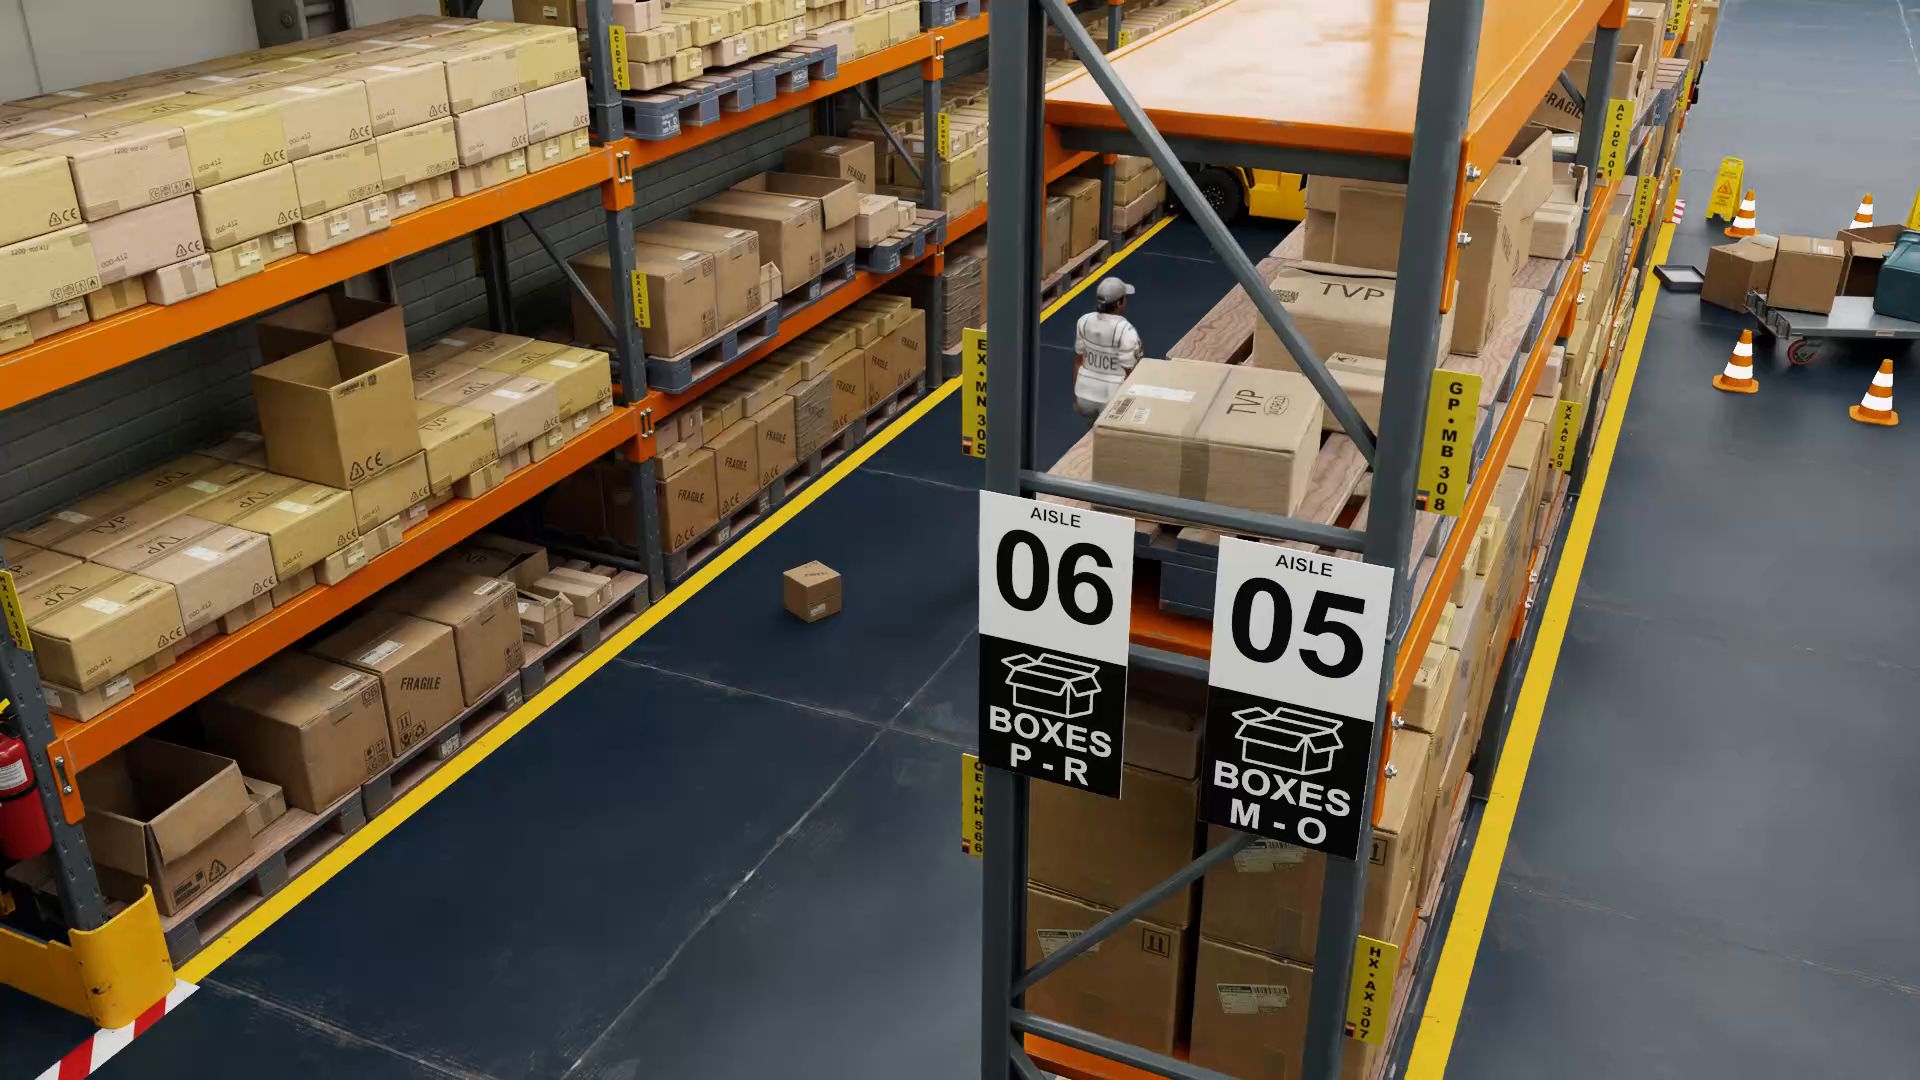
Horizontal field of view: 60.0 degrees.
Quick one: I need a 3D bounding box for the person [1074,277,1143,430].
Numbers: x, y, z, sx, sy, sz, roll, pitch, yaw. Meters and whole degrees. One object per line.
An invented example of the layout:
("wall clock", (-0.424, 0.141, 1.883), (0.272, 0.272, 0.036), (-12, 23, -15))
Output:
("person", (0.972, -0.928, 10.927), (0.498, 1.658, 0.475), (20, 33, 35))
